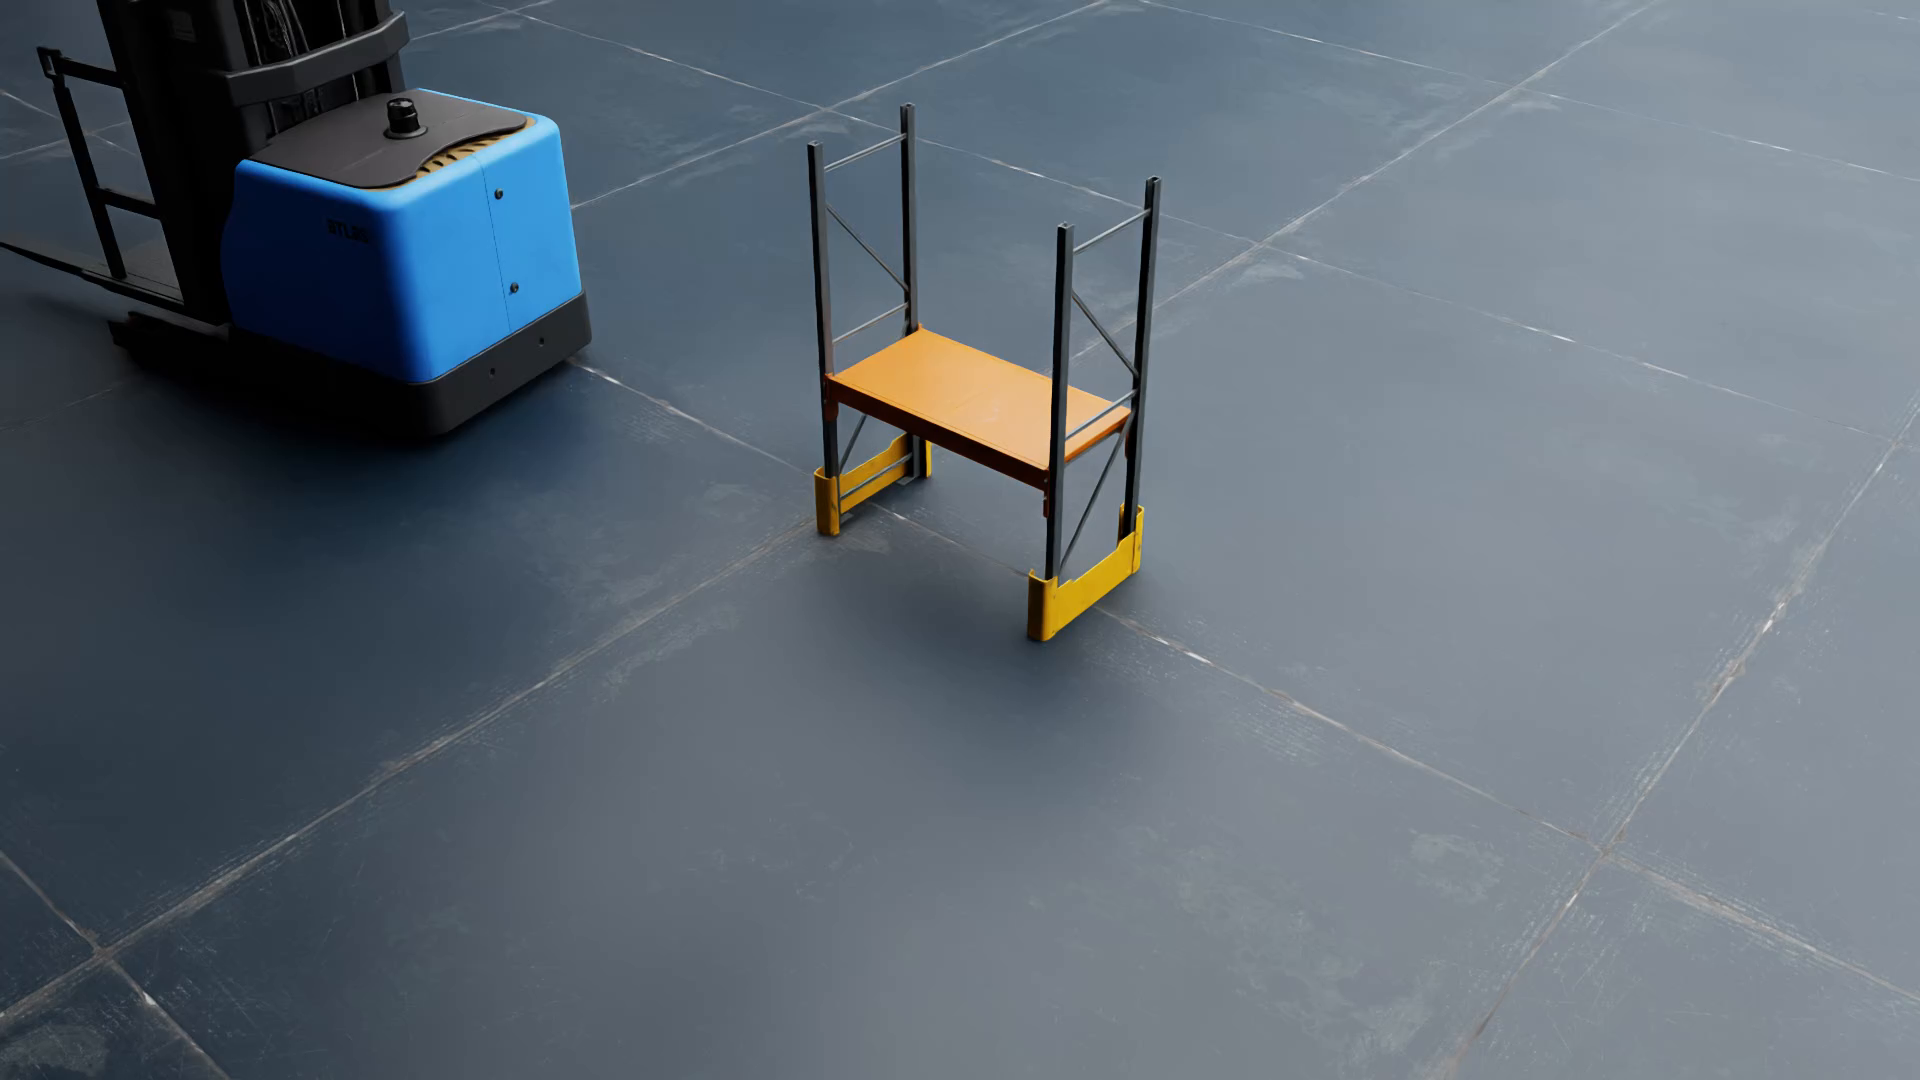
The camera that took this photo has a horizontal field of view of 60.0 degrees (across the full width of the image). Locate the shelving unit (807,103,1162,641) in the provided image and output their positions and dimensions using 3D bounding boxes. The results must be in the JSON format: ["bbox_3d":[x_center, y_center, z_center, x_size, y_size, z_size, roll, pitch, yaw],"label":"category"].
[{"bbox_3d":[0.059,-0.591,5.711,1.083,1.500,0.587,25,42,32],"label":"shelving unit"}]

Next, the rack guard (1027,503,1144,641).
[{"bbox_3d":[0.441,0.105,5.802,0.087,0.250,0.587,25,42,32],"label":"rack guard"}]

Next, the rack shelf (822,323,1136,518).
[{"bbox_3d":[0.066,-0.439,5.808,1.000,0.185,0.538,25,42,32],"label":"rack shelf"}]

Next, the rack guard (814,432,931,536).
[{"bbox_3d":[-0.324,-0.256,6.327,0.087,0.250,0.587,25,42,32],"label":"rack guard"}]

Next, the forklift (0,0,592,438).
[{"bbox_3d":[-3.161,-2.219,6.817,3.031,2.935,1.130,18,38,24],"label":"forklift"}]

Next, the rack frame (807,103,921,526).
[{"bbox_3d":[-0.325,-0.771,5.974,0.032,1.500,0.500,25,42,32],"label":"rack frame"}]

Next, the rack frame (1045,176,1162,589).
[{"bbox_3d":[0.456,-0.403,5.438,0.032,1.500,0.500,25,42,32],"label":"rack frame"}]
